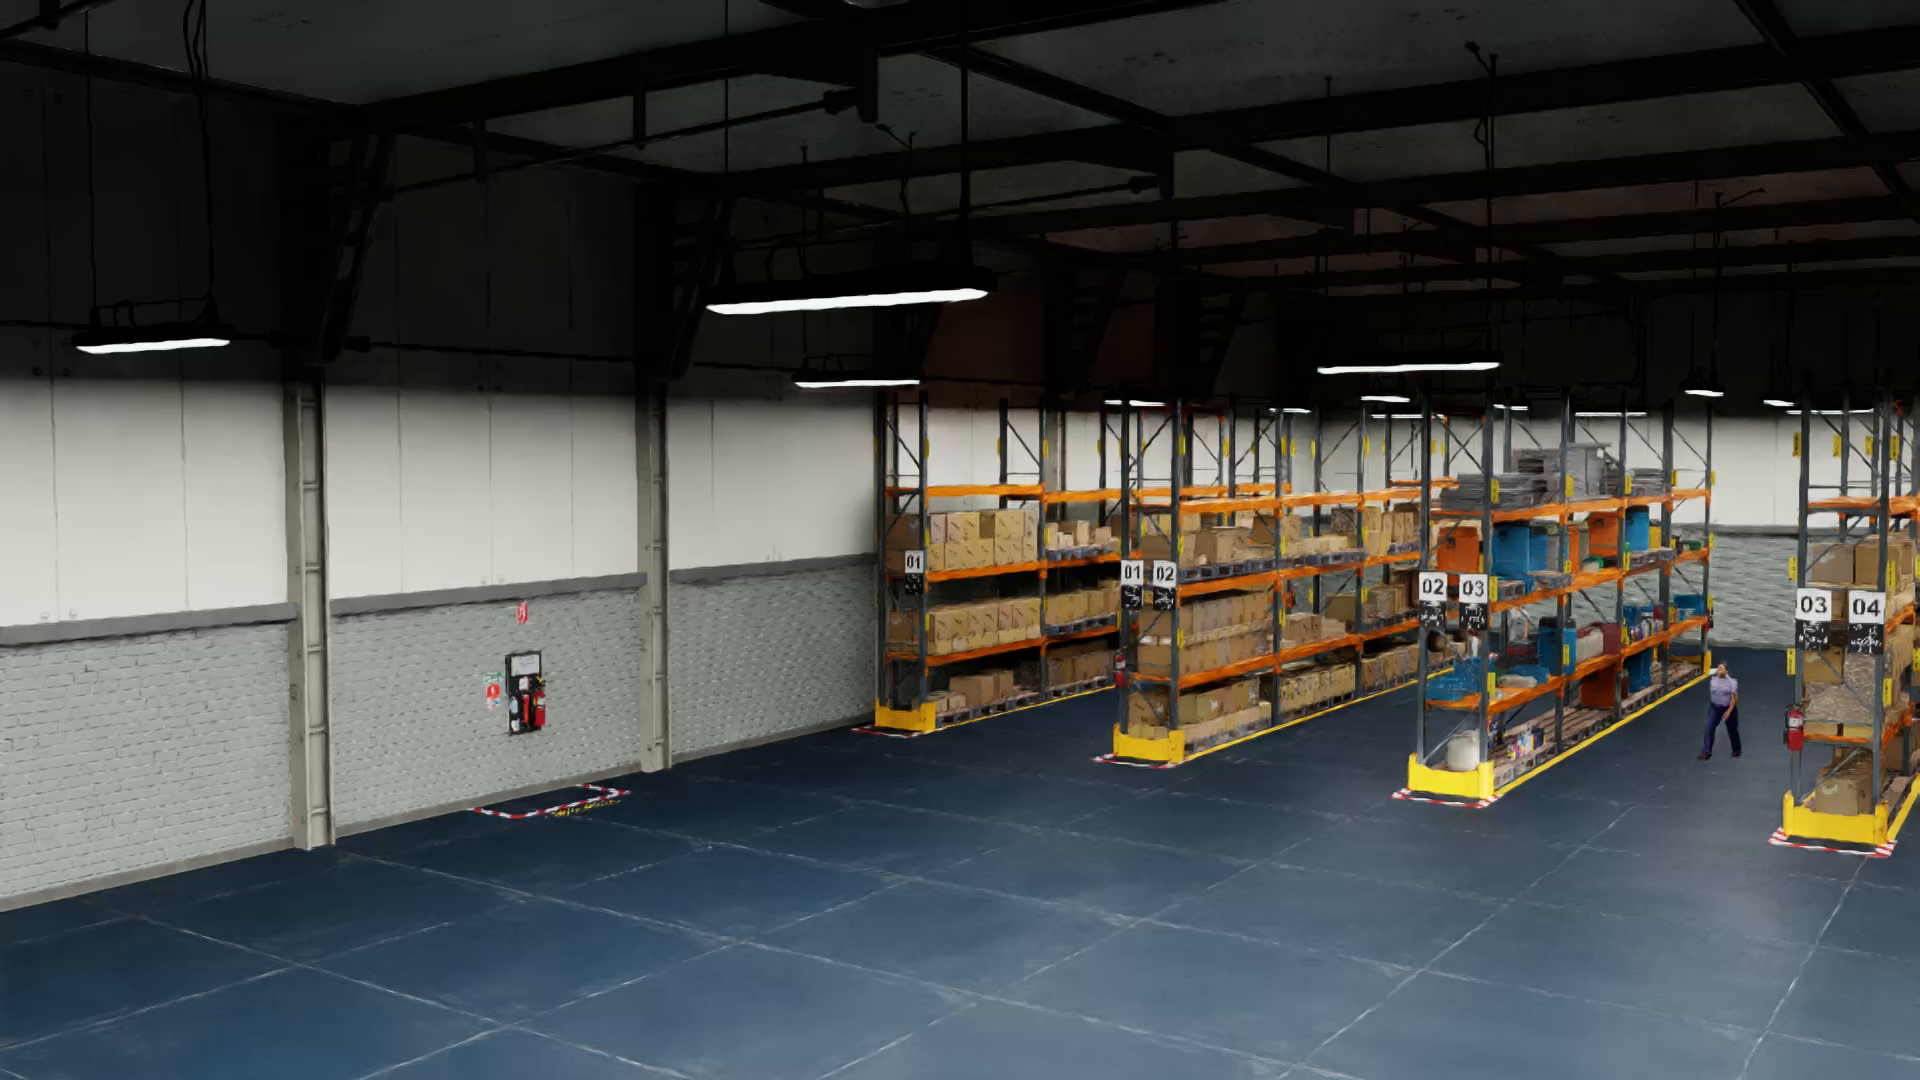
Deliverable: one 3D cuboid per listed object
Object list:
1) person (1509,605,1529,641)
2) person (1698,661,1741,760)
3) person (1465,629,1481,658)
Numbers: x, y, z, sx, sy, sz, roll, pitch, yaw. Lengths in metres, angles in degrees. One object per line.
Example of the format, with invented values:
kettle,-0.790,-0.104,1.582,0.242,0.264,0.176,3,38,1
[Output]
person,12.657,2.102,37.647,0.453,1.612,1.019,2,4,33
person,12.212,2.722,26.605,0.477,1.580,1.003,3,4,43
person,9.886,2.416,31.930,0.419,1.603,0.505,0,3,5
